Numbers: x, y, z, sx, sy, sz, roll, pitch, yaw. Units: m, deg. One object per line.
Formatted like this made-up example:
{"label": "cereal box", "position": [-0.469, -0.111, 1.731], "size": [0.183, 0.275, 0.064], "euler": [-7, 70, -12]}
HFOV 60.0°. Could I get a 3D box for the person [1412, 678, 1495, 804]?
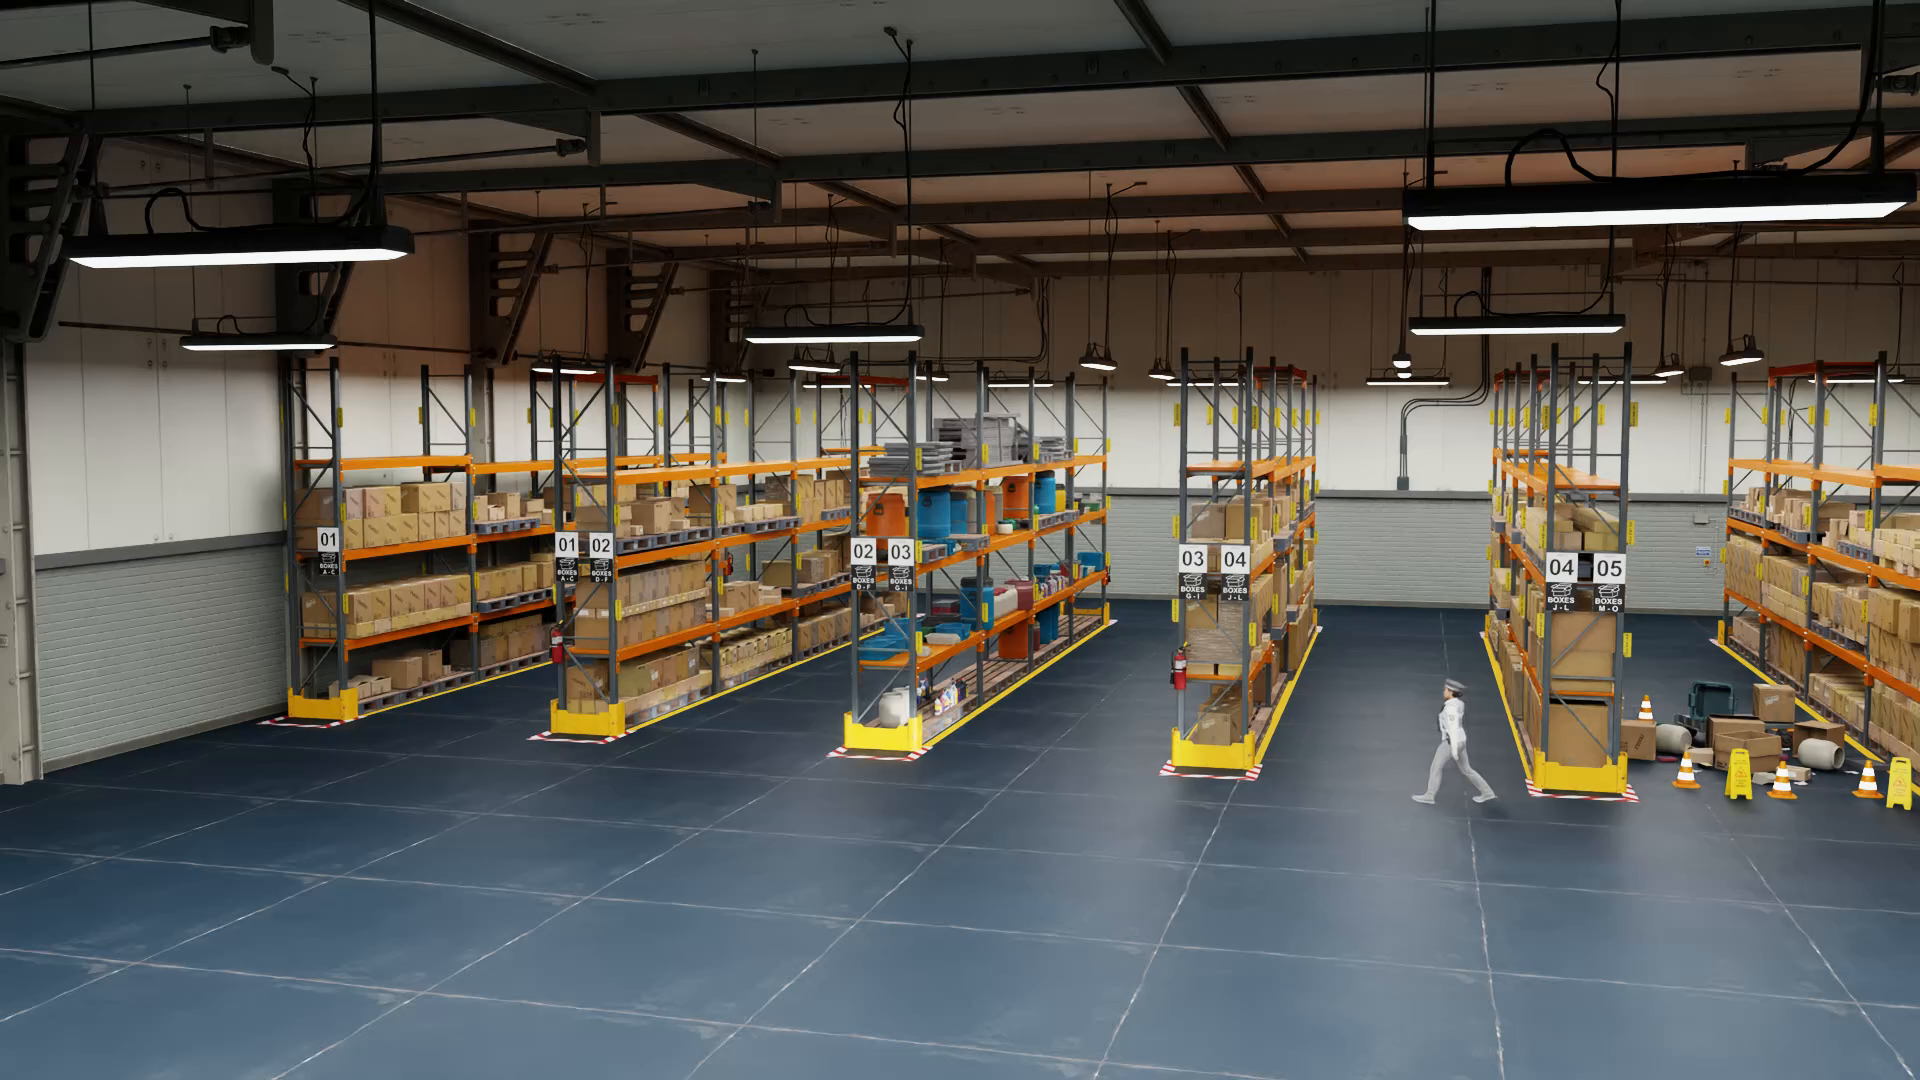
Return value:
{"label": "person", "position": [6.352, 2.602, 21.412], "size": [0.987, 1.636, 0.491], "euler": [2, 5, 27]}
